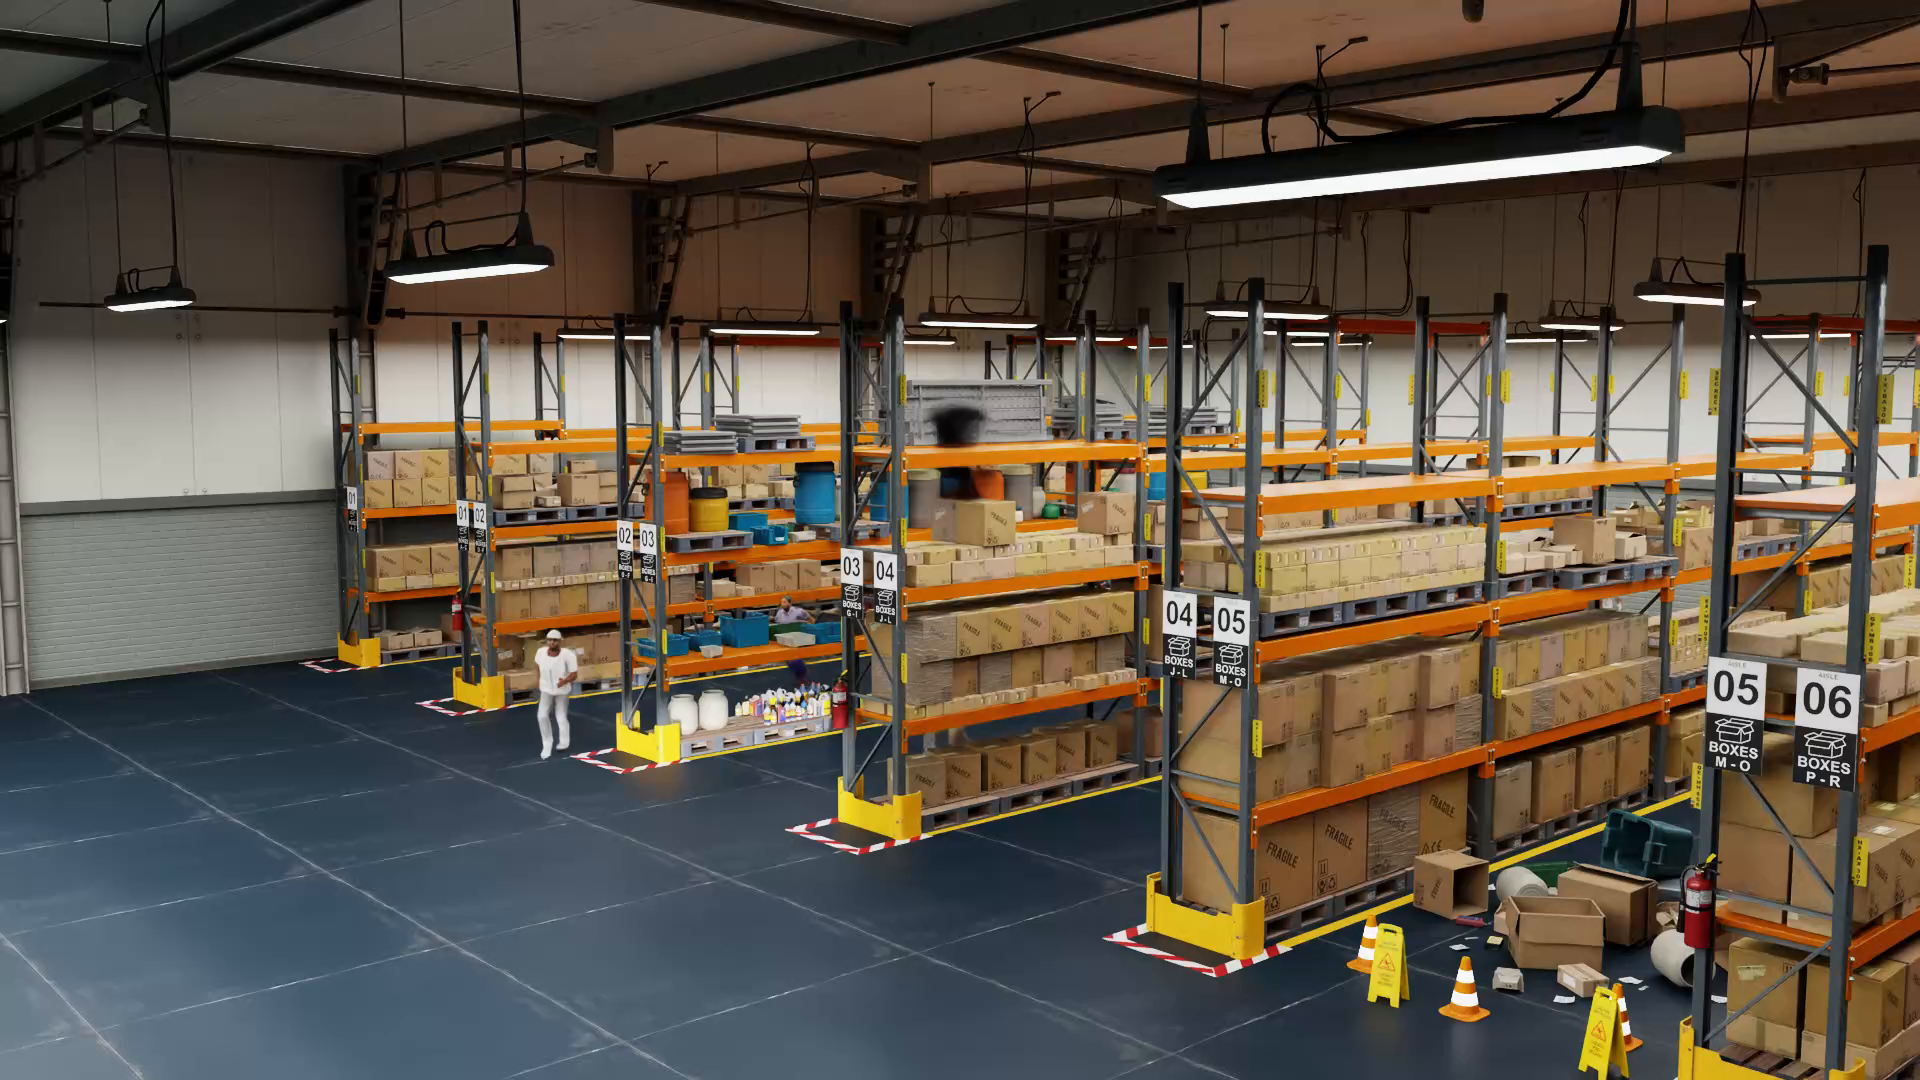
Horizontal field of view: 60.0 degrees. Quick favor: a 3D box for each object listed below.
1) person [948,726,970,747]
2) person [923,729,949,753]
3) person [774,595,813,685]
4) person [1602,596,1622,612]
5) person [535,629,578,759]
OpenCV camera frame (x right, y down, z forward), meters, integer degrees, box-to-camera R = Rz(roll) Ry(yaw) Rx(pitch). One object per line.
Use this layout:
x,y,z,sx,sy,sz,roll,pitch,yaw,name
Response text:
-0.086,2.193,21.589,0.602,1.717,0.860,2,6,23,person
-0.222,2.154,22.129,0.722,1.716,0.605,-4,7,-36,person
-2.772,1.668,27.645,0.612,1.542,0.831,3,6,24,person
11.875,1.258,30.776,0.661,1.704,0.754,1,6,8,person
-5.488,2.081,22.581,0.630,1.777,0.827,0,6,0,person
